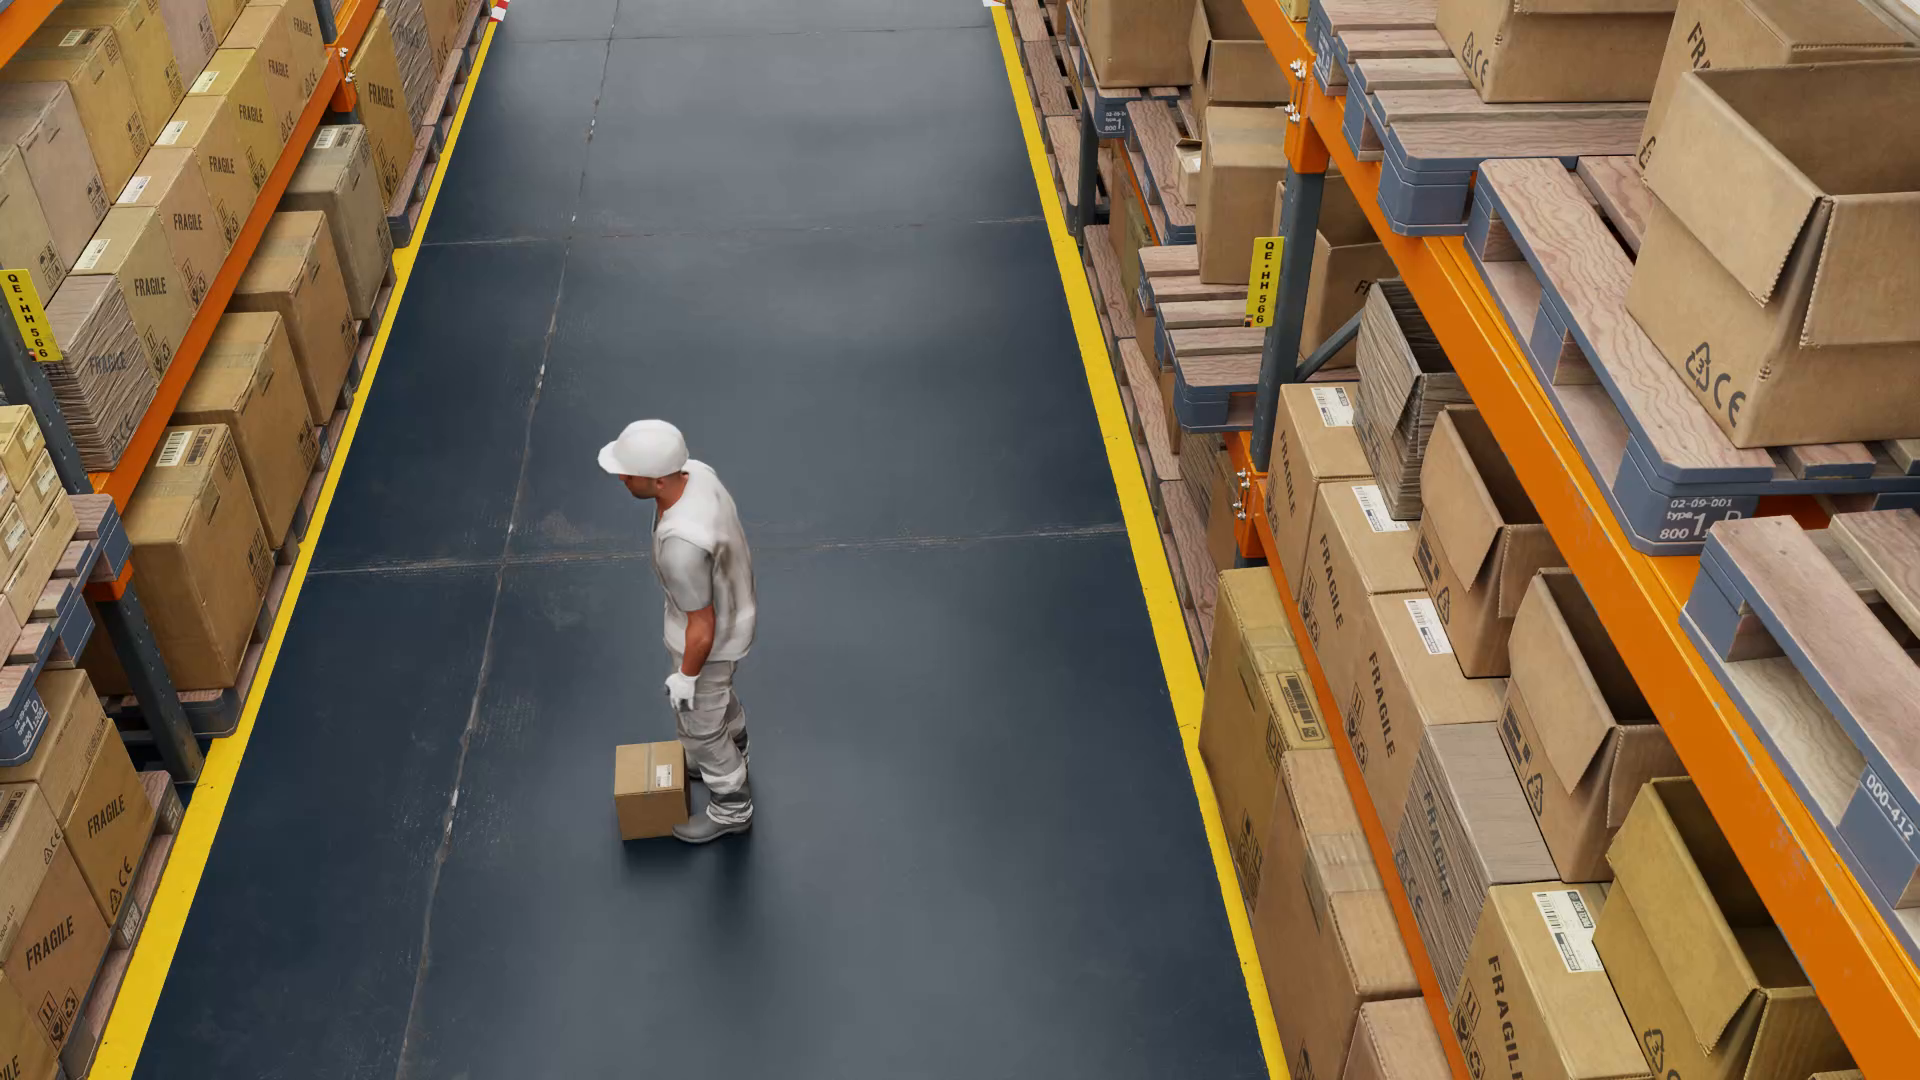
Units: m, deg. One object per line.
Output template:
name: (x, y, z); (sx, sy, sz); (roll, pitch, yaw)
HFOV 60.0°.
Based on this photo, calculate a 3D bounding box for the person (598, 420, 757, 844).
person: (-0.918, 0.313, 5.751); (0.448, 1.779, 0.609); (-3, 39, -4)
